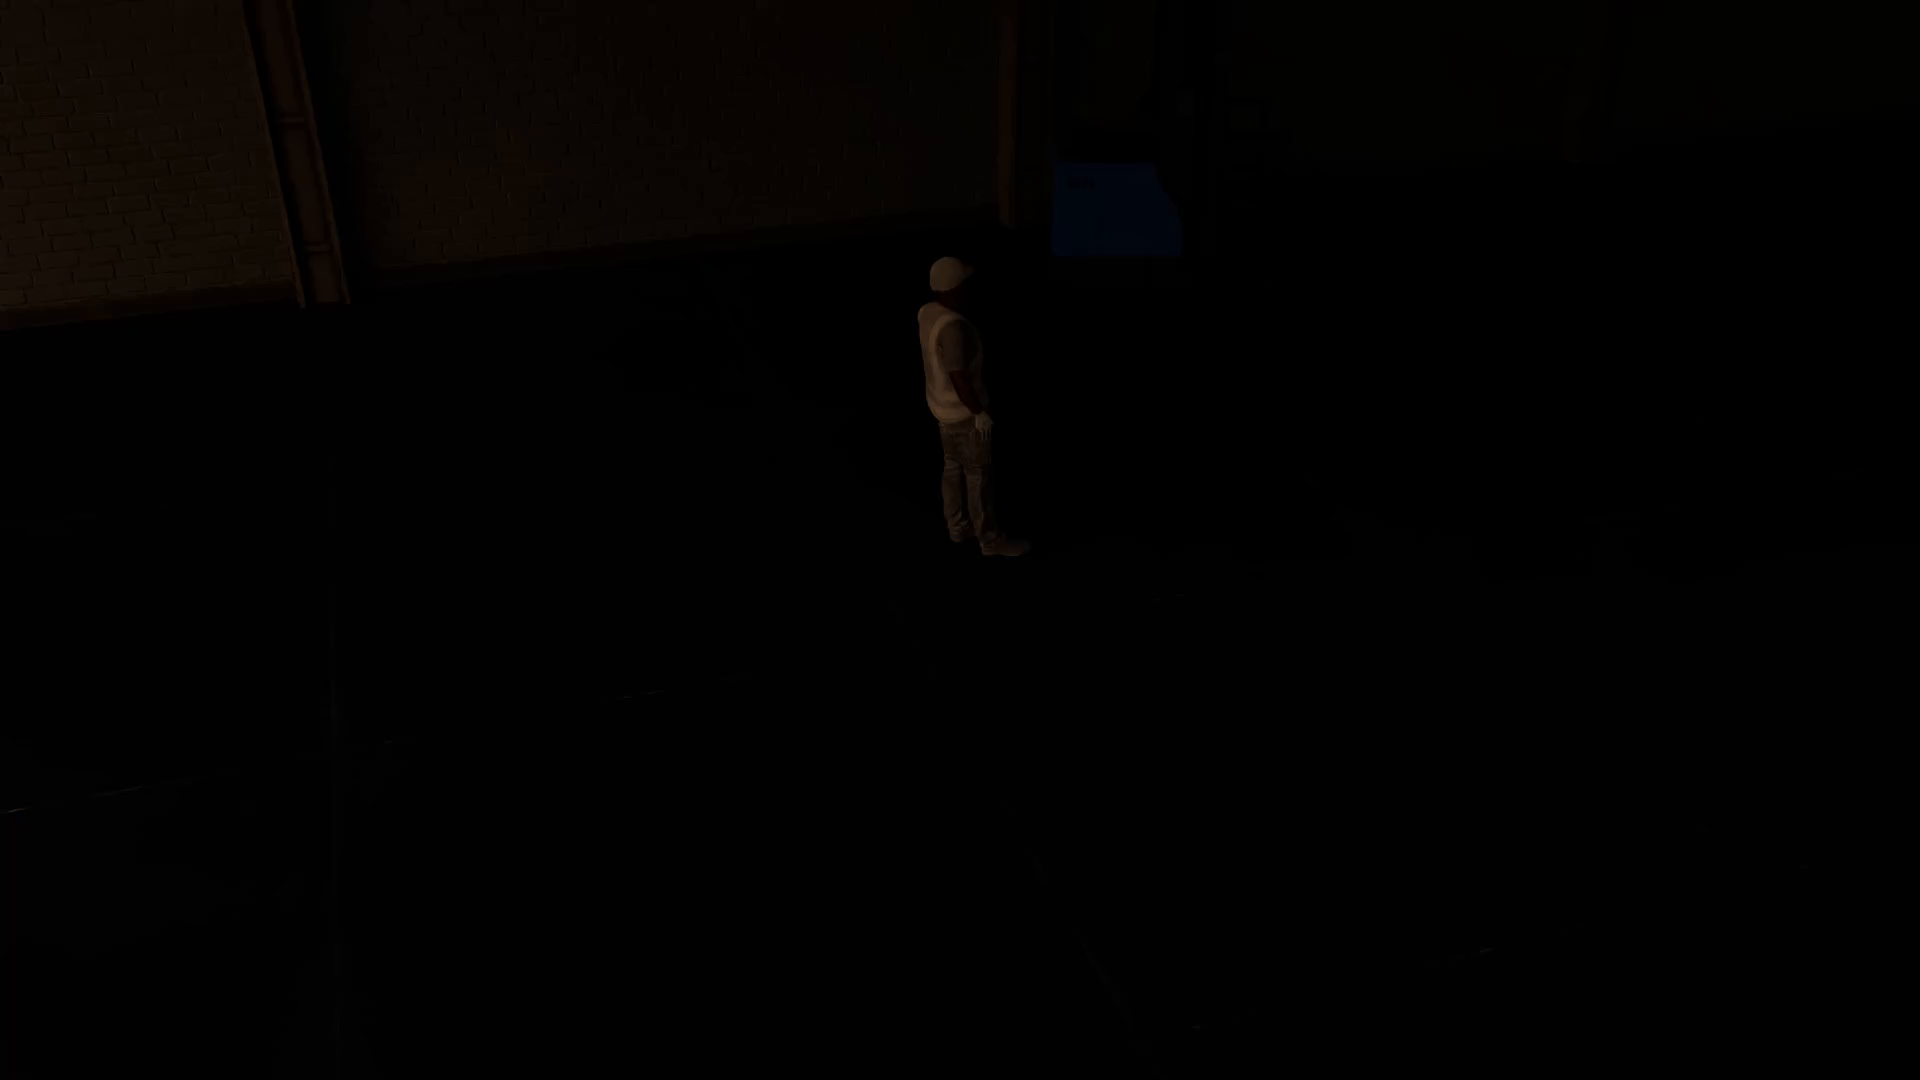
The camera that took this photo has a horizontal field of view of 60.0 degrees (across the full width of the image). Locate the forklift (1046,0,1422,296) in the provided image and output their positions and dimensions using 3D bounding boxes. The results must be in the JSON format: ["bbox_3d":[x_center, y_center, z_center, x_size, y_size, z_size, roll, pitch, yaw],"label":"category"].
[{"bbox_3d":[2.247,-3.519,13.203,3.031,2.935,1.130,1,30,1],"label":"forklift"}]

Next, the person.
[{"bbox_3d":[0.071,-0.786,9.591,0.576,1.782,0.655,-10,31,-16],"label":"person"}]
